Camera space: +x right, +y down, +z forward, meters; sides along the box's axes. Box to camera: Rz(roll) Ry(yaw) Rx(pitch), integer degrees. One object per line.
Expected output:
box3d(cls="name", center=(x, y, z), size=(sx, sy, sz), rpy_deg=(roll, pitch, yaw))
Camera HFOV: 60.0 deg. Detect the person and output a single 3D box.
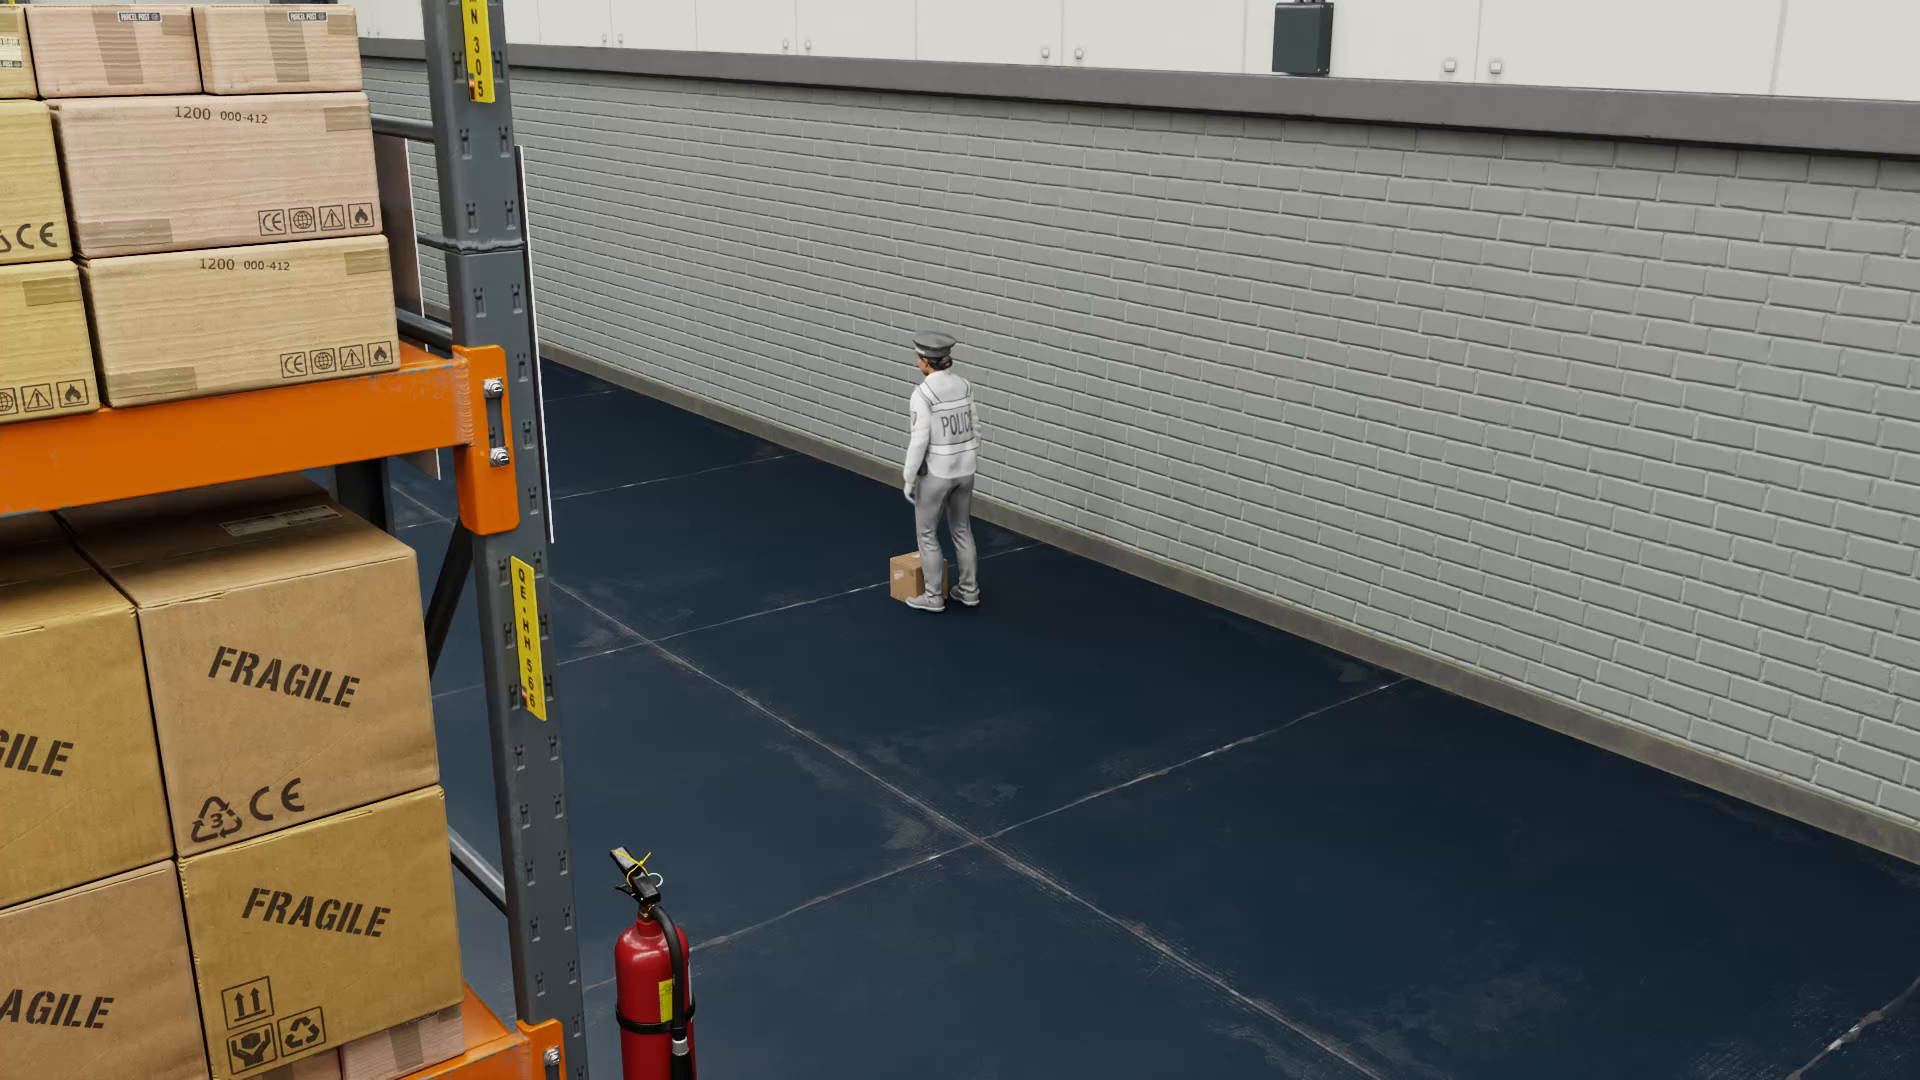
box3d(cls="person", center=(-0.115, -0.387, 9.744), size=(0.547, 1.667, 0.408), rpy_deg=(-15, 23, -39))
